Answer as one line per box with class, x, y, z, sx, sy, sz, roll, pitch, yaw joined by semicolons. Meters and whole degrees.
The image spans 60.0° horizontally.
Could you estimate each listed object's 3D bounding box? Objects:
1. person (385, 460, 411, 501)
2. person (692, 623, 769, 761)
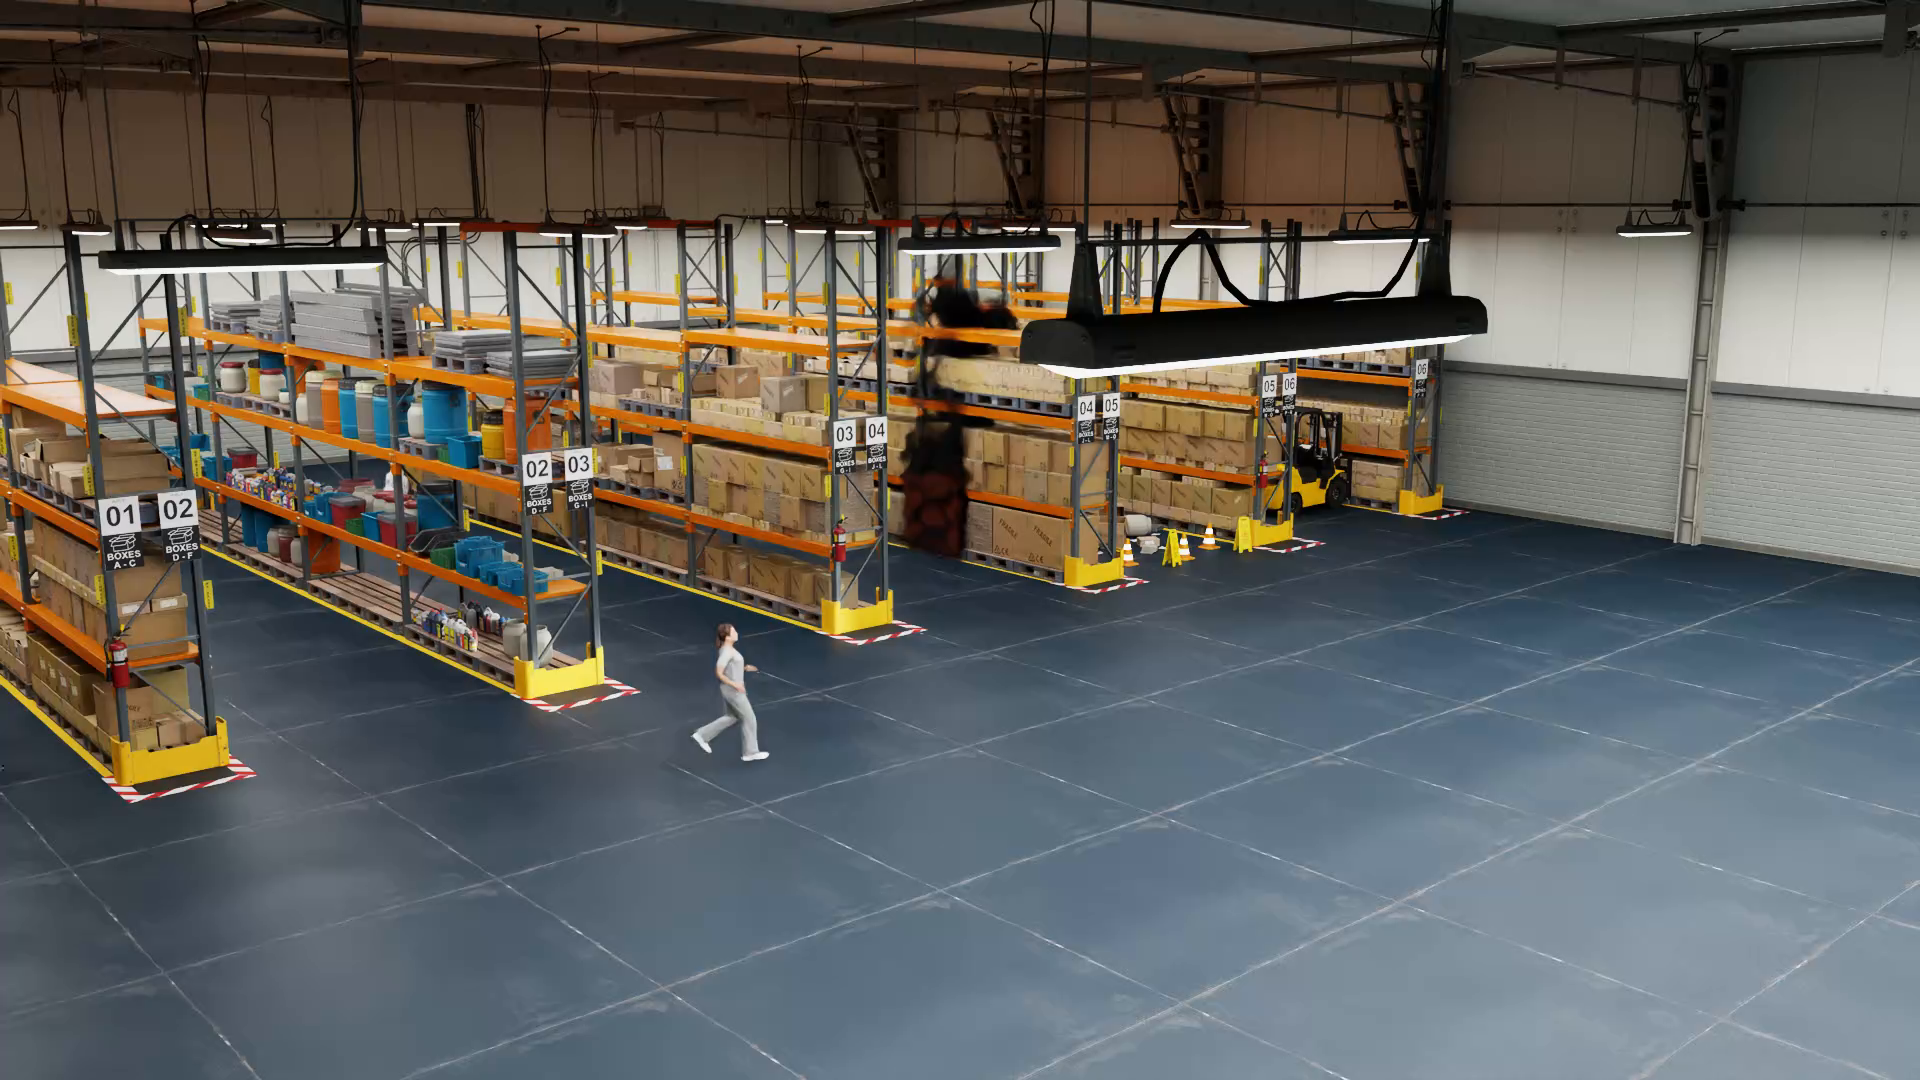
person;-10.516;-0.742;31.297;0.657;1.719;0.595;9;15;39
person;-2.642;1.746;19.048;0.867;1.641;0.577;-3;12;-13
